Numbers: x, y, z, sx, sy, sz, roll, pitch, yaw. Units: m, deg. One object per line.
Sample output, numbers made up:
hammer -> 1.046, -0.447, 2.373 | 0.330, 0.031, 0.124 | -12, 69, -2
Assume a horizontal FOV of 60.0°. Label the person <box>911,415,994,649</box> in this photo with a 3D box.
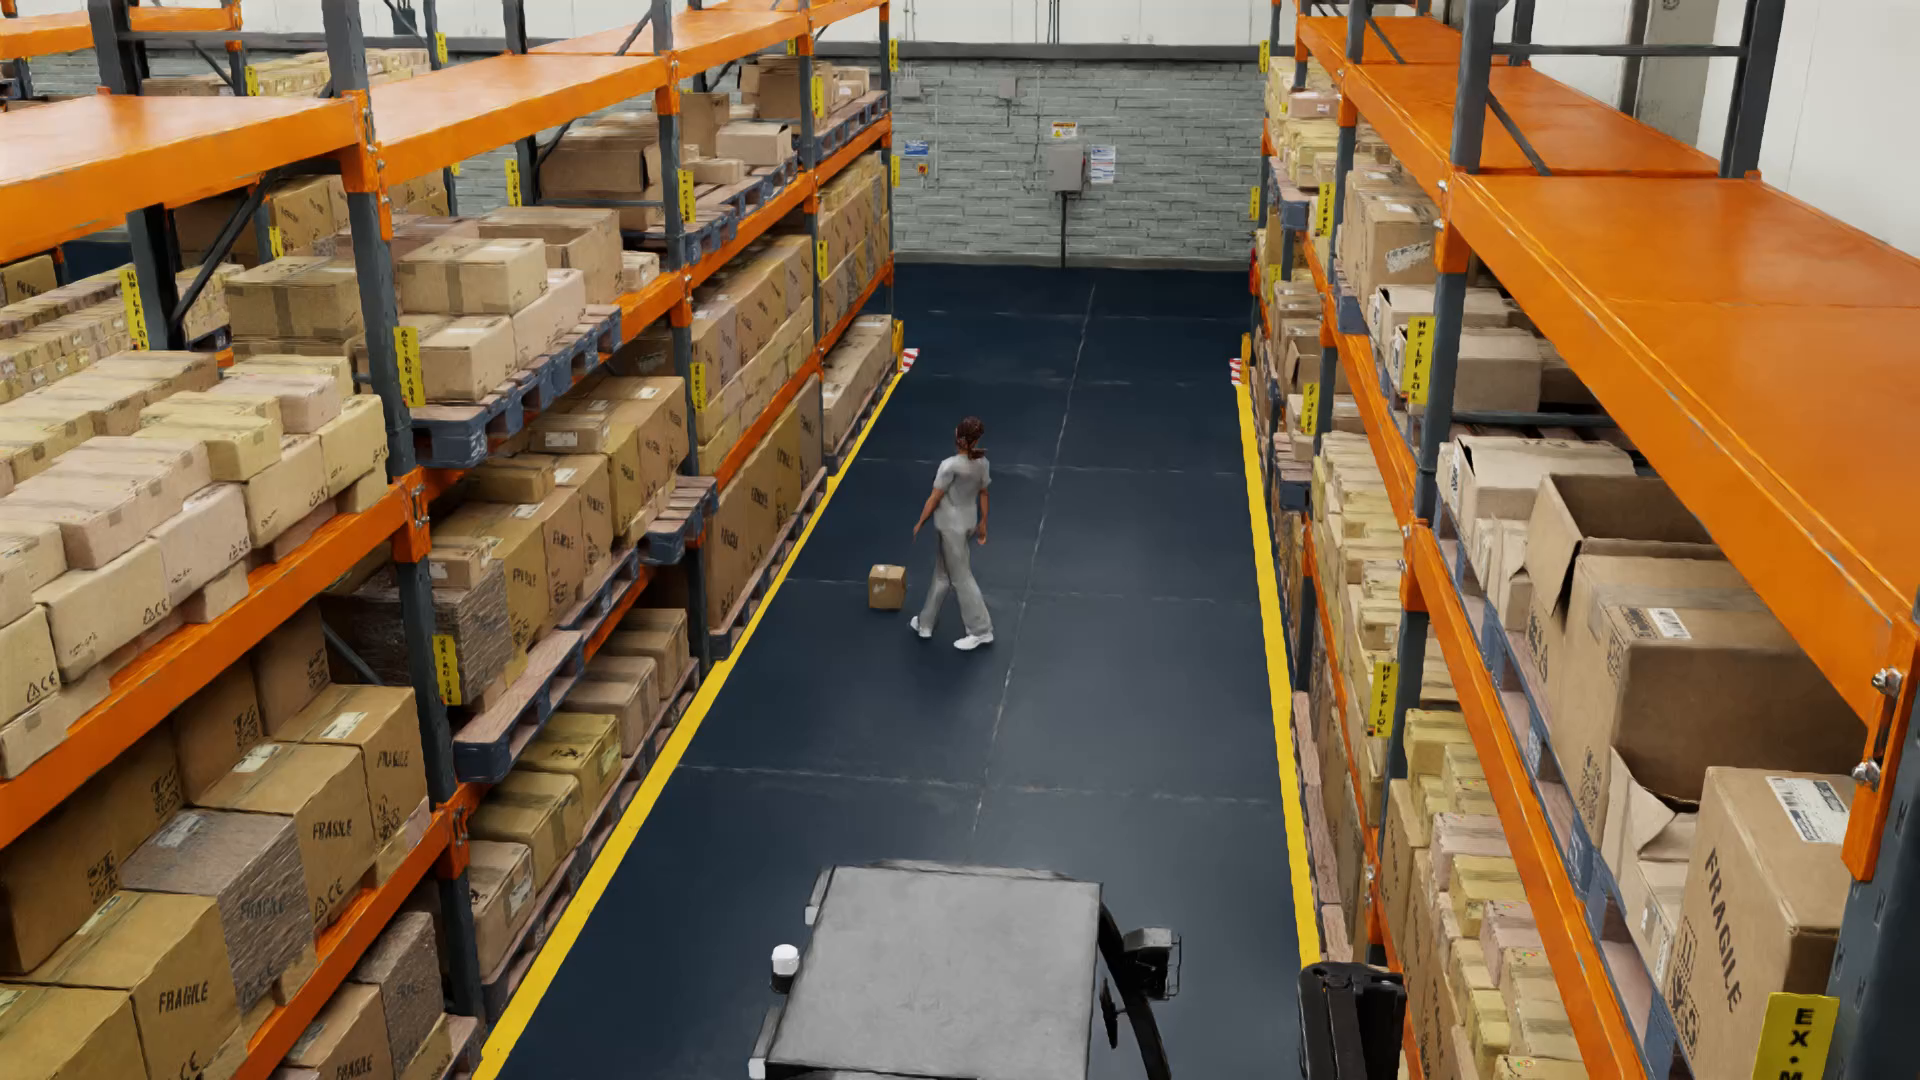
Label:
person -> -0.047, -0.084, 11.727 | 0.699, 1.638, 0.494 | 14, 25, 31
